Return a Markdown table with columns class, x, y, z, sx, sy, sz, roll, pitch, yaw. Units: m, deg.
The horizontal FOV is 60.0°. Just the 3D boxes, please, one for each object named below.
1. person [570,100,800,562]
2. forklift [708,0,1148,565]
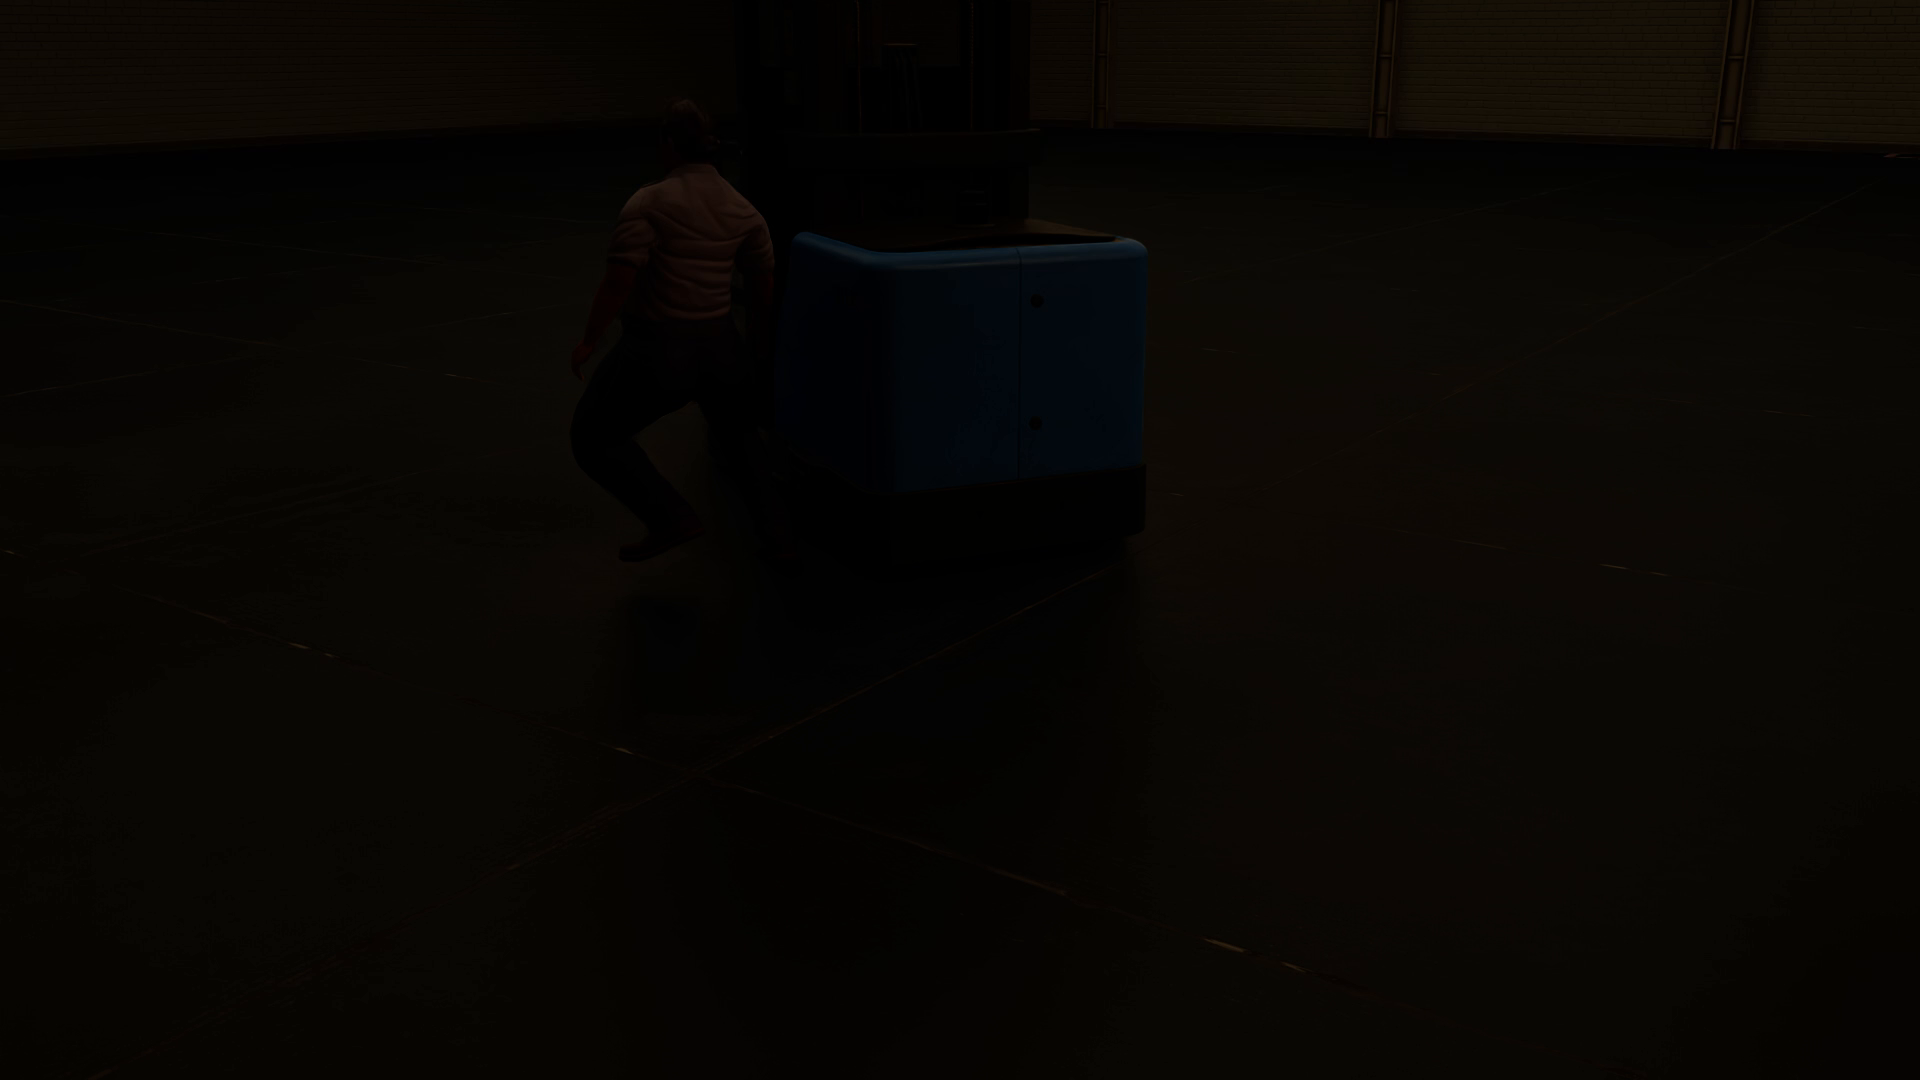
| class | x | y | z | sx | sy | sz | roll | pitch | yaw |
| --- | --- | --- | --- | --- | --- | --- | --- | --- | --- |
| person | -0.872 | -0.611 | 5.372 | 0.760 | 1.575 | 0.468 | -11 | 20 | -32 |
| forklift | -0.407 | -1.700 | 6.517 | 1.130 | 2.935 | 3.031 | -7 | 18 | -23 |
